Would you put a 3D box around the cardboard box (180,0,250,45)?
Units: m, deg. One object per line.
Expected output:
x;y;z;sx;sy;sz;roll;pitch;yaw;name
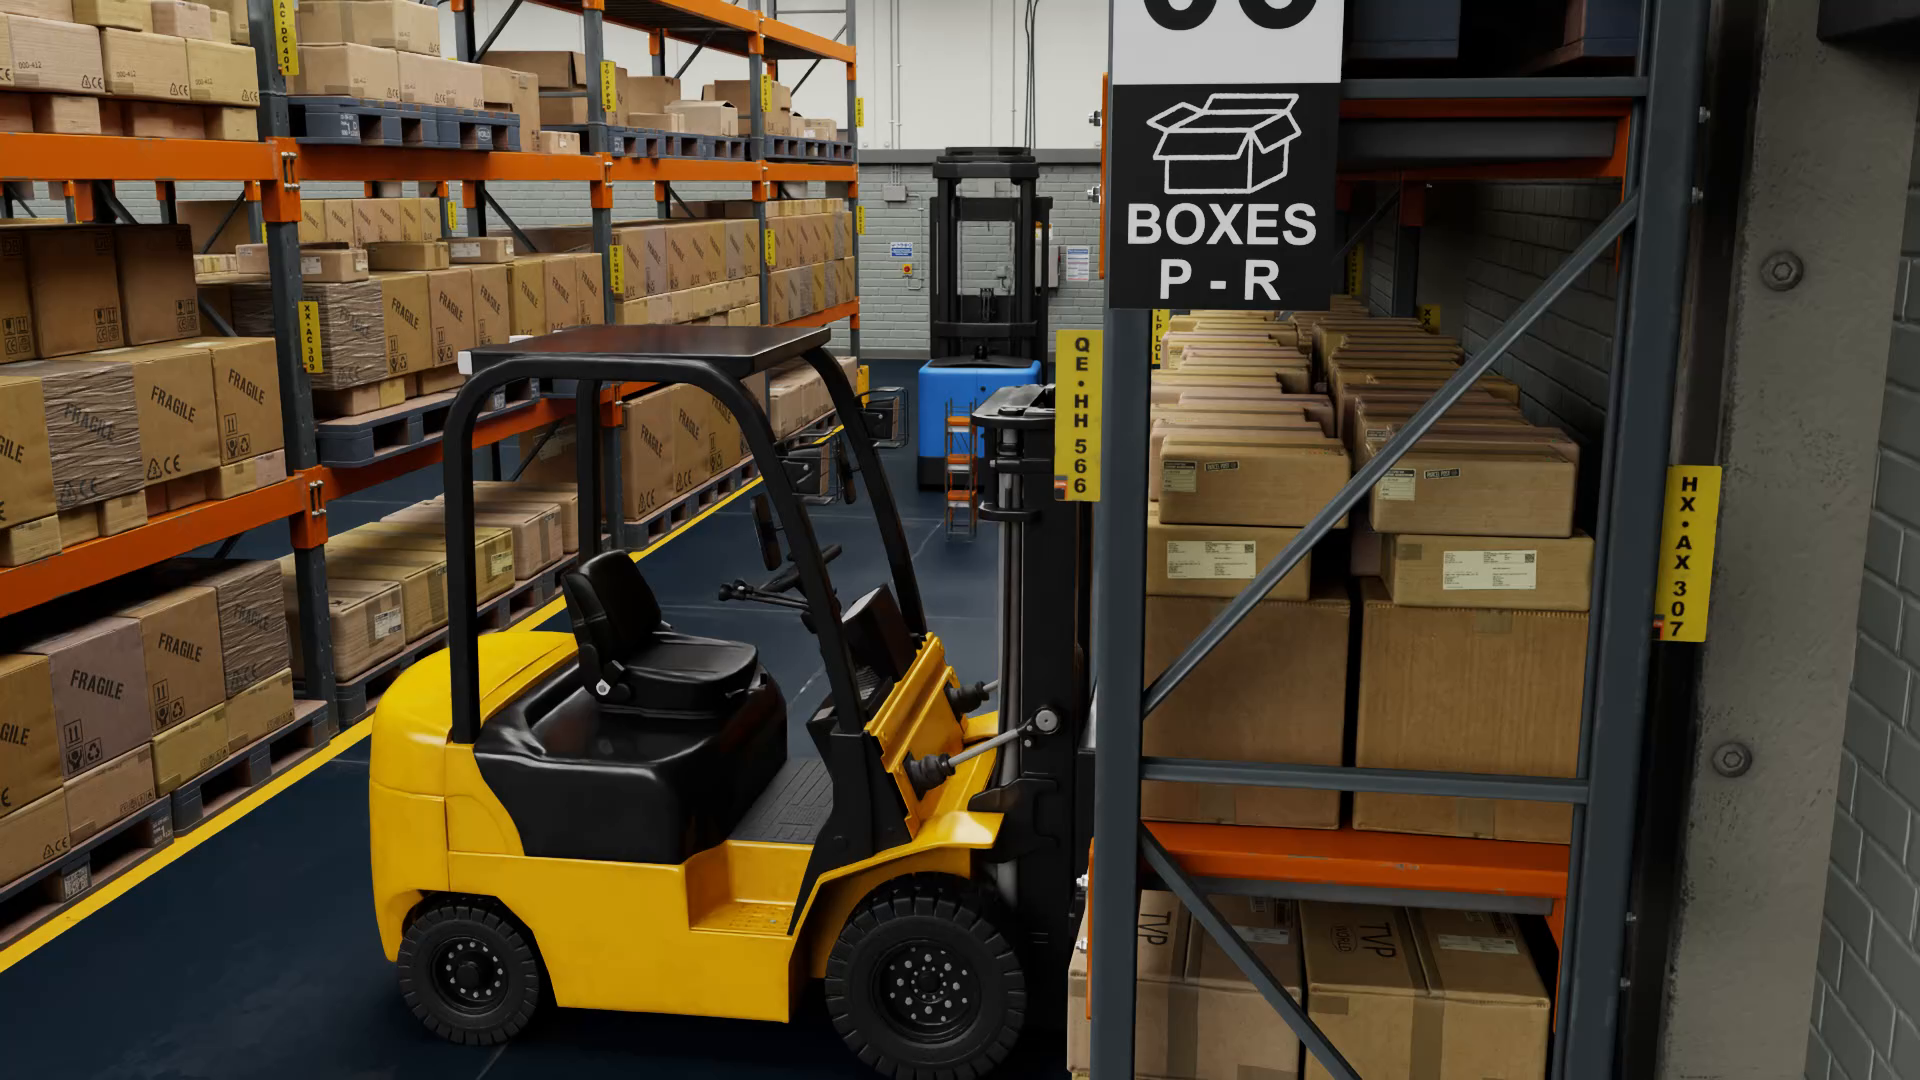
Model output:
-3.562;-2.492;7.990;0.500;0.250;0.500;2;12;10;cardboard box

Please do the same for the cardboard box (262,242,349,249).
-3.566;-1.546;9.069;0.380;0.149;0.250;1;12;6;cardboard box

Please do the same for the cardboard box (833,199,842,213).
-1.509;-3.686;18.327;0.380;0.149;0.250;2;12;8;cardboard box

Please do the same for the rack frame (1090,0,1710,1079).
0.761;0.468;3.202;0.949;2.616;0.053;2;12;9;rack frame

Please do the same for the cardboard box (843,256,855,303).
-1.493;-2.963;18.883;0.500;0.500;0.500;2;12;9;cardboard box

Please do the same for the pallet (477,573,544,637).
-3.222;0.422;10.036;1.003;0.211;1.213;2;12;9;pallet

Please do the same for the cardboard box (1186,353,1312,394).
0.897;-0.496;5.192;0.380;0.149;0.250;2;12;9;cardboard box

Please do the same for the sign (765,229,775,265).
-1.758;-2.702;15.350;0.100;0.325;0.005;2;12;9;sign

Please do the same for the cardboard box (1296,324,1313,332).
1.797;-0.957;8.036;0.380;0.149;0.250;2;12;8;cardboard box

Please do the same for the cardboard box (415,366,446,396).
-3.032;-0.877;9.044;0.380;0.149;0.250;2;12;10;cardboard box

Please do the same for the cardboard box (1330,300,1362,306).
2.146;-1.326;9.747;0.380;0.149;0.250;2;12;8;cardboard box

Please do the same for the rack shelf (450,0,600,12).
-3.218;-3.327;9.226;1.077;0.370;4.000;2;12;9;rack shelf

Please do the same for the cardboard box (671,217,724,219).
-2.496;-2.835;15.917;0.500;0.500;0.500;2;12;8;cardboard box

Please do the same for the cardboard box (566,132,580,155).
-2.751;-2.629;11.046;0.380;0.149;0.250;2;12;9;cardboard box

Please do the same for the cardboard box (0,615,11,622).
-4.035;0.581;6.426;0.500;0.500;0.500;3;12;12;cardboard box

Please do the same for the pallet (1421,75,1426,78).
1.274;-1.609;5.931;1.003;0.211;1.213;2;12;9;pallet

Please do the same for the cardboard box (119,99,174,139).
-3.414;-1.689;6.686;0.380;0.149;0.250;2;12;9;cardboard box

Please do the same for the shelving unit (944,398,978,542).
0.008;-0.524;12.434;0.215;1.050;0.252;2;12;9;shelving unit

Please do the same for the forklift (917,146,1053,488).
0.292;-2.151;15.519;1.130;2.935;3.031;1;12;6;forklift

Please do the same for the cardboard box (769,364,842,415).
-1.815;-1.644;18.087;0.875;0.438;0.875;2;12;10;cardboard box

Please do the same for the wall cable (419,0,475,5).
-7.197;-8.914;24.862;2.277;5.999;0.120;2;12;9;wall cable

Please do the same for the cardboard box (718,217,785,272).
-1.983;-2.819;15.843;0.500;0.500;0.500;2;12;9;cardboard box

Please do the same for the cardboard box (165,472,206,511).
-3.423;-0.221;6.996;0.380;0.149;0.250;2;12;9;cardboard box

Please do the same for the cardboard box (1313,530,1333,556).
0.669;0.200;4.206;0.500;0.500;0.500;2;12;10;cardboard box

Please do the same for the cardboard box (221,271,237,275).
-7.068;-2.468;15.719;0.380;0.149;0.250;2;12;10;cardboard box

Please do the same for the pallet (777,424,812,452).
-2.101;-0.983;16.552;1.003;0.211;1.213;2;12;9;pallet

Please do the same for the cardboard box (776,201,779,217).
-1.969;-3.211;16.120;0.380;0.149;0.250;2;12;8;cardboard box

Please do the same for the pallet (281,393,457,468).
-3.264;-0.585;8.545;1.003;0.211;1.213;2;12;9;pallet

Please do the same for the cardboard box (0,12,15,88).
-3.560;-1.645;5.538;0.500;0.250;0.500;2;12;10;cardboard box

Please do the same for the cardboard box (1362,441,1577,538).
1.027;-0.106;3.384;0.380;0.149;0.250;2;12;8;cardboard box

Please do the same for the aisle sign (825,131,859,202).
-1.363;-4.298;19.148;0.394;0.787;0.004;2;12;9;aisle sign

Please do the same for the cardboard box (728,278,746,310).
-2.192;-2.157;14.552;0.500;0.250;0.500;2;12;10;cardboard box

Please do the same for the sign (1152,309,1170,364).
0.842;-0.907;7.024;0.100;0.325;0.005;2;12;9;sign

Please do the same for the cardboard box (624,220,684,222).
-2.698;-2.539;14.542;0.500;0.500;0.500;2;12;8;cardboard box

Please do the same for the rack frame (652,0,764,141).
-2.295;-5.123;14.903;1.000;3.000;0.127;2;12;9;rack frame

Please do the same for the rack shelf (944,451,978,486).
0.008;-0.514;12.437;0.215;0.259;0.240;2;12;9;rack shelf

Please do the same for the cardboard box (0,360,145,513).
-3.496;-0.403;6.299;0.500;0.500;0.500;2;12;10;cardboard box

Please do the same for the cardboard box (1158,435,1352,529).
0.611;-0.125;3.469;0.380;0.149;0.250;2;12;9;cardboard box

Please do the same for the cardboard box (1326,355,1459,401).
1.330;-0.483;5.129;0.380;0.149;0.250;2;12;10;cardboard box

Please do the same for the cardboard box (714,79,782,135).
-1.997;-4.075;15.691;0.500;0.500;0.500;2;12;10;cardboard box

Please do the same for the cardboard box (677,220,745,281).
-2.188;-2.519;14.449;0.500;0.500;0.500;2;12;10;cardboard box

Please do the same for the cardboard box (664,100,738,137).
-2.223;-3.628;14.302;0.500;0.311;0.500;2;12;9;cardboard box

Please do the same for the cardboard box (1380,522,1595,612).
1.073;0.040;3.411;0.380;0.149;0.250;2;12;7;cardboard box

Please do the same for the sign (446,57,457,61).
-3.458;-3.135;11.384;0.100;0.325;0.005;2;12;9;sign

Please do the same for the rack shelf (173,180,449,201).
-6.894;-3.860;17.874;1.077;0.370;4.000;2;12;9;rack shelf

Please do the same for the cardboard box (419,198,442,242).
-6.411;-3.742;19.419;0.500;0.500;0.500;2;12;7;cardboard box

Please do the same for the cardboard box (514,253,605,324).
-2.706;-1.653;11.105;0.500;0.500;0.500;2;12;7;cardboard box

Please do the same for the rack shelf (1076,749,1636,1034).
1.072;0.403;5.209;1.077;0.370;4.000;2;12;9;rack shelf

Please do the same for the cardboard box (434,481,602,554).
-3.007;-0.161;11.360;0.950;0.372;0.625;1;12;5;cardboard box

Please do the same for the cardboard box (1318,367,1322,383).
1.580;-0.602;6.390;0.380;0.149;0.250;2;12;7;cardboard box
